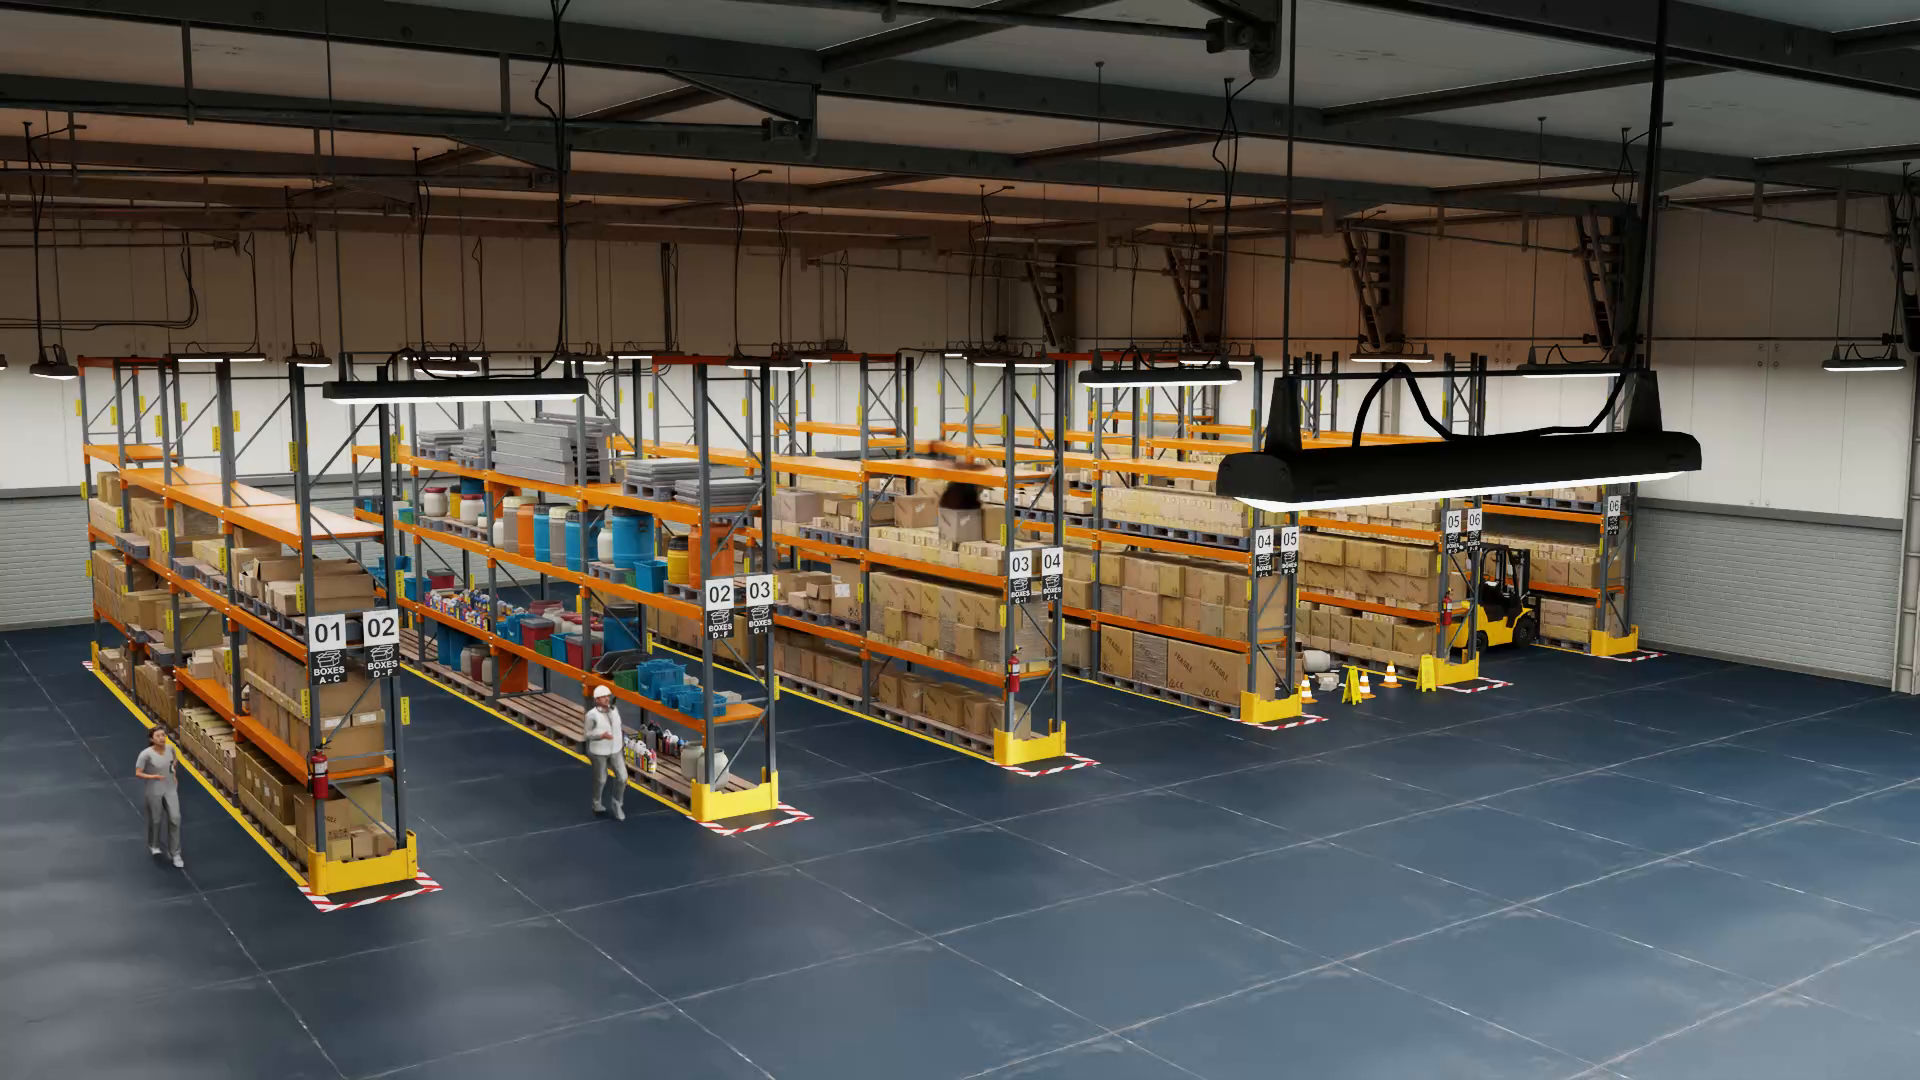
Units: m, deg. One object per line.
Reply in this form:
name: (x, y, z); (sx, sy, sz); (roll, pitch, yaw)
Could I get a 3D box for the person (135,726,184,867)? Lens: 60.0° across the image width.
person: (-9.681, 3.082, 20.099); (0.550, 1.724, 0.763); (-6, 9, -42)

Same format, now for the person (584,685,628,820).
person: (-4.665, 2.812, 21.927); (0.635, 1.822, 0.755); (-5, 9, -37)
